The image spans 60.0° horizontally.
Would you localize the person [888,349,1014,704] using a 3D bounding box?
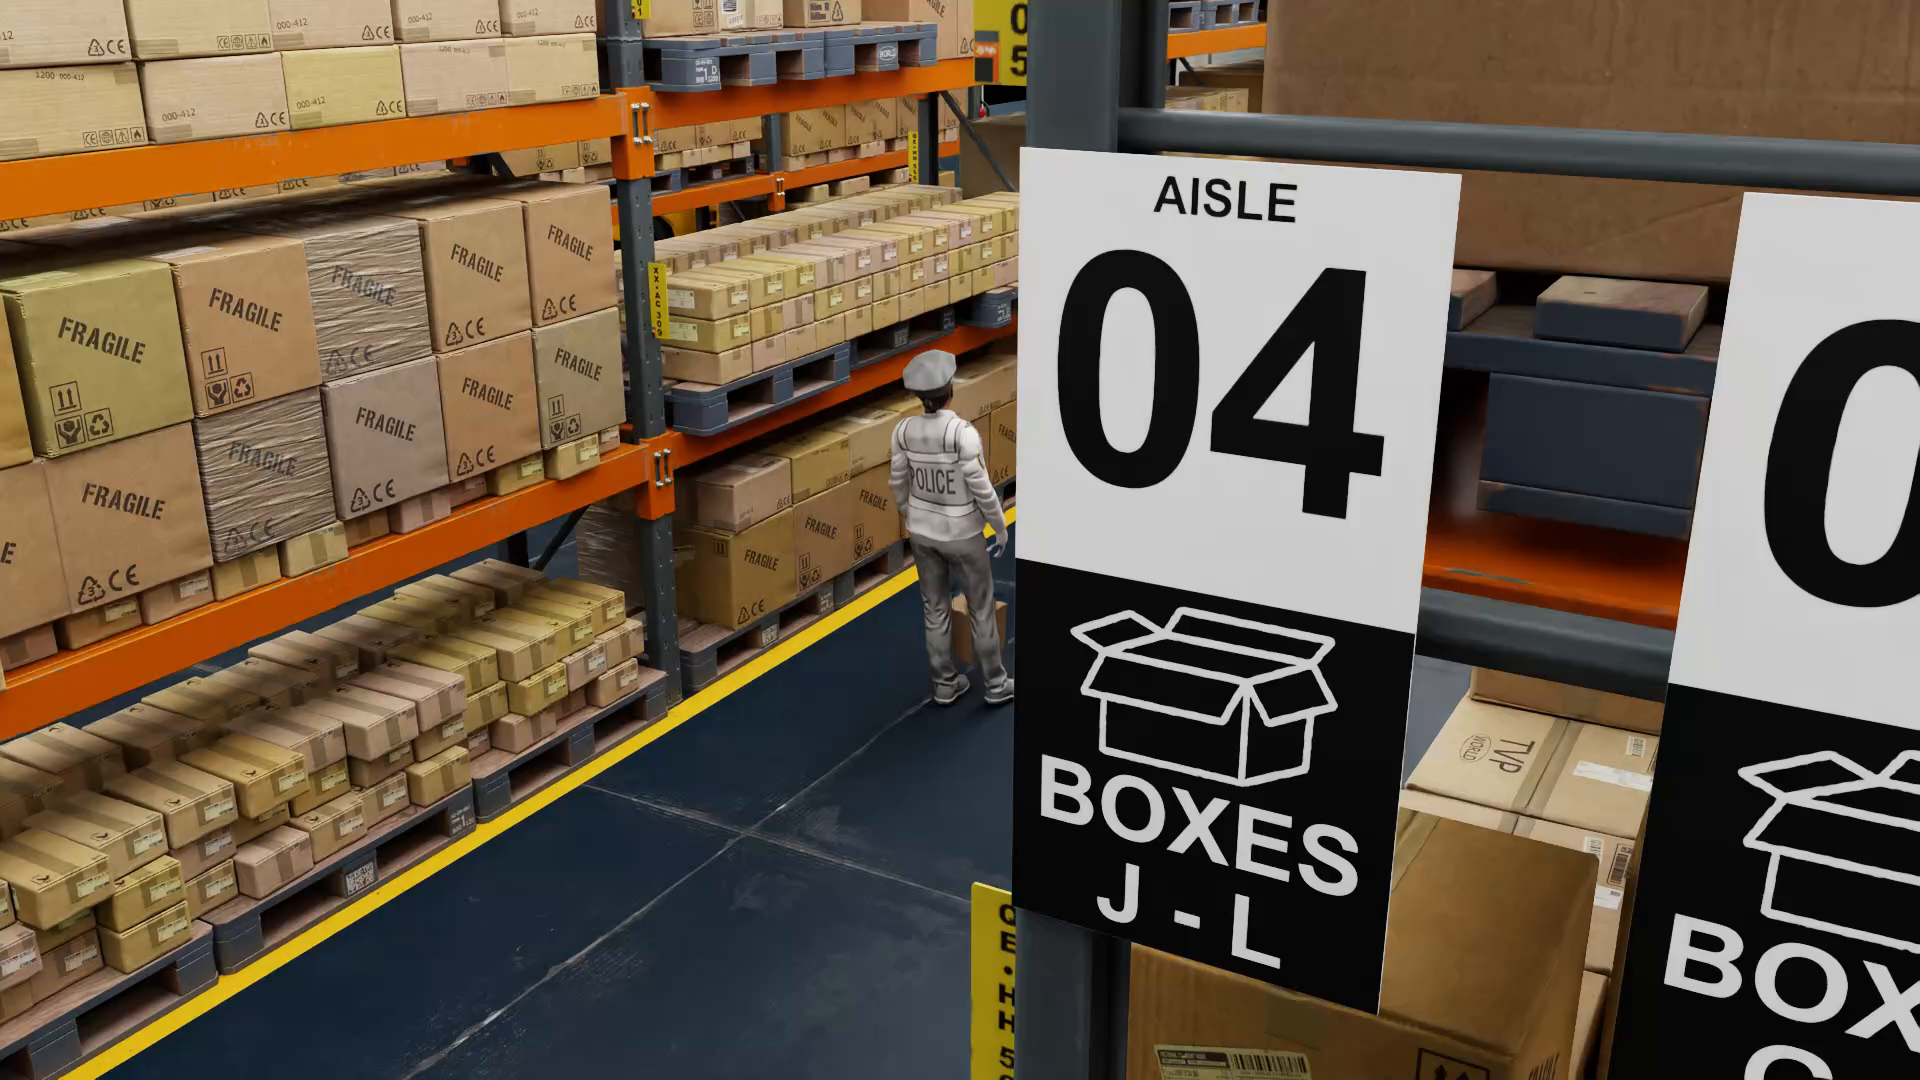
[{"bbox_3d":[-0.022,-0.050,7.633,0.568,1.696,0.539,11,22,27],"label":"person"}]
